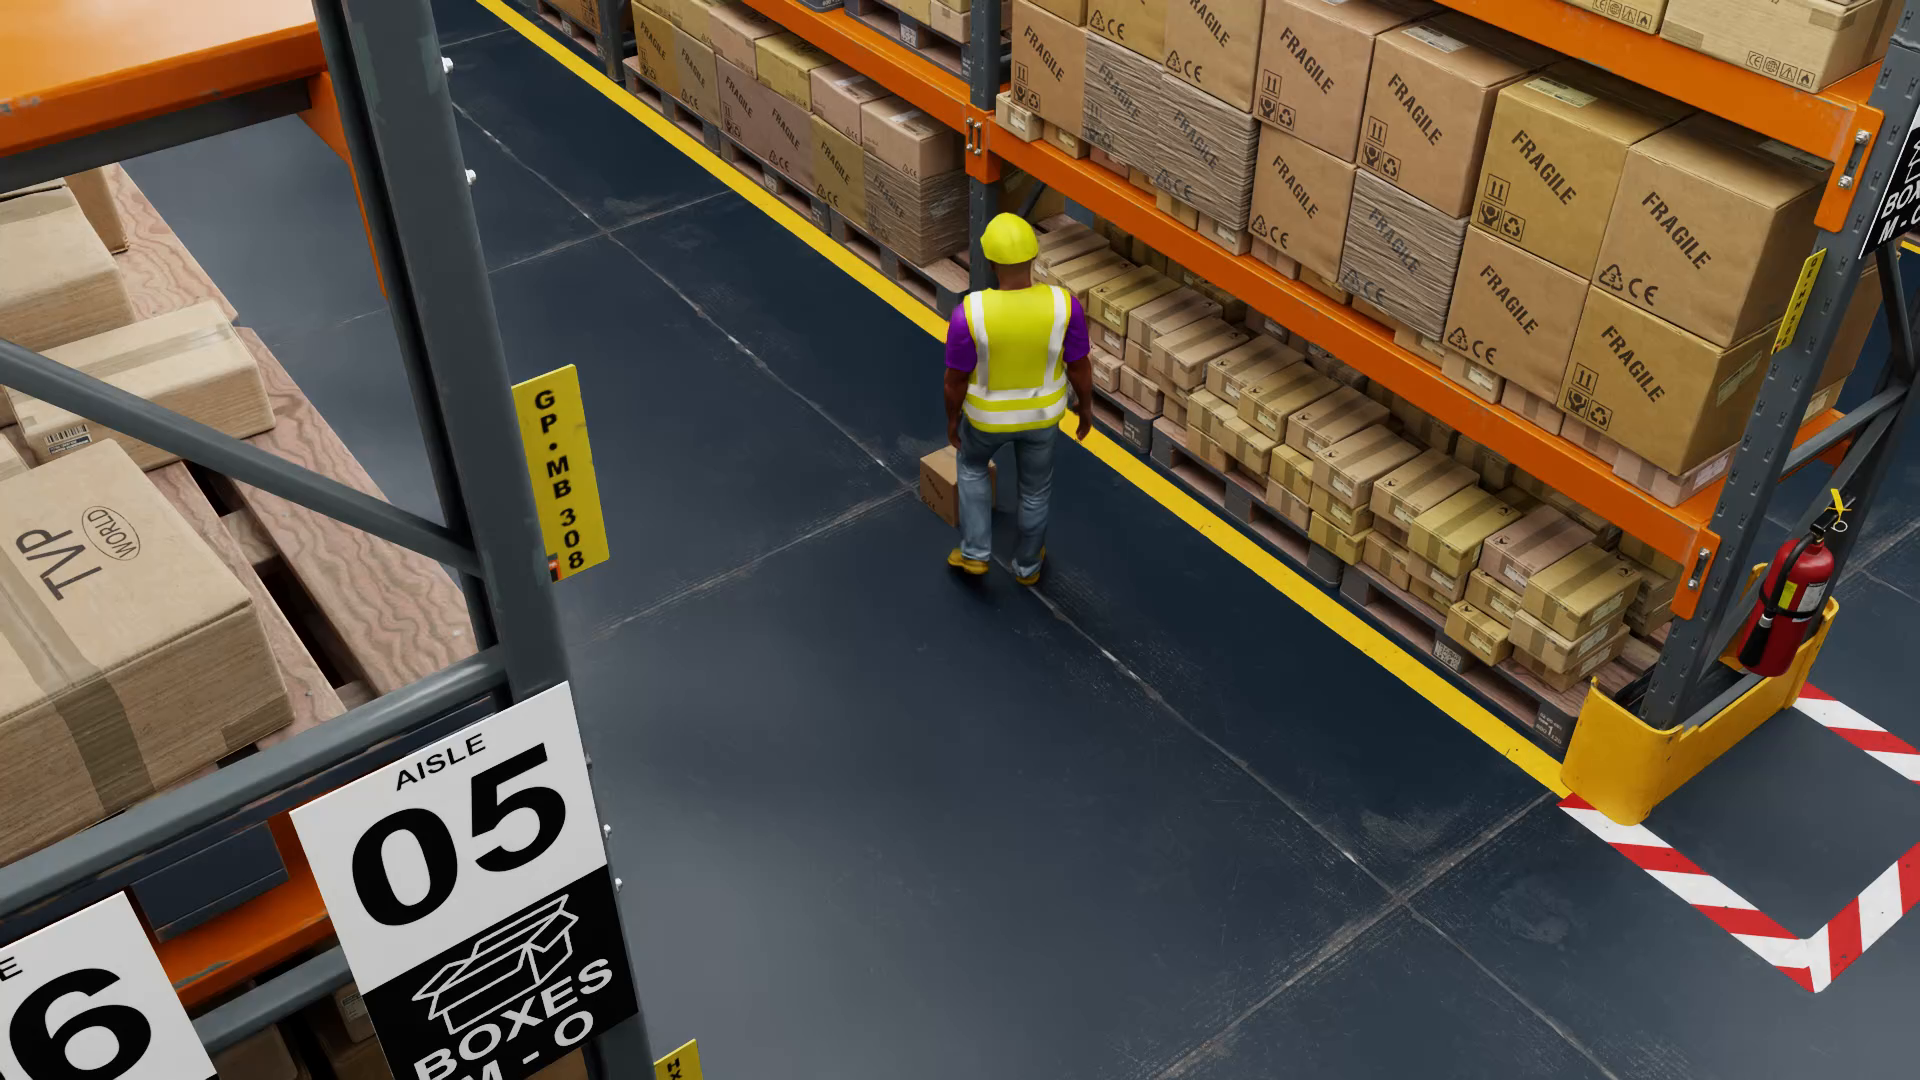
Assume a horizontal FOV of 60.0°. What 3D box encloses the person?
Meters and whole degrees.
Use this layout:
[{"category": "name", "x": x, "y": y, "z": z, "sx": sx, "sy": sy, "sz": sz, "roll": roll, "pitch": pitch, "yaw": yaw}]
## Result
[{"category": "person", "x": 0.233, "y": -0.547, "z": 6.770, "sx": 0.612, "sy": 1.770, "sz": 0.425, "roll": -2, "pitch": 40, "yaw": -2}]
